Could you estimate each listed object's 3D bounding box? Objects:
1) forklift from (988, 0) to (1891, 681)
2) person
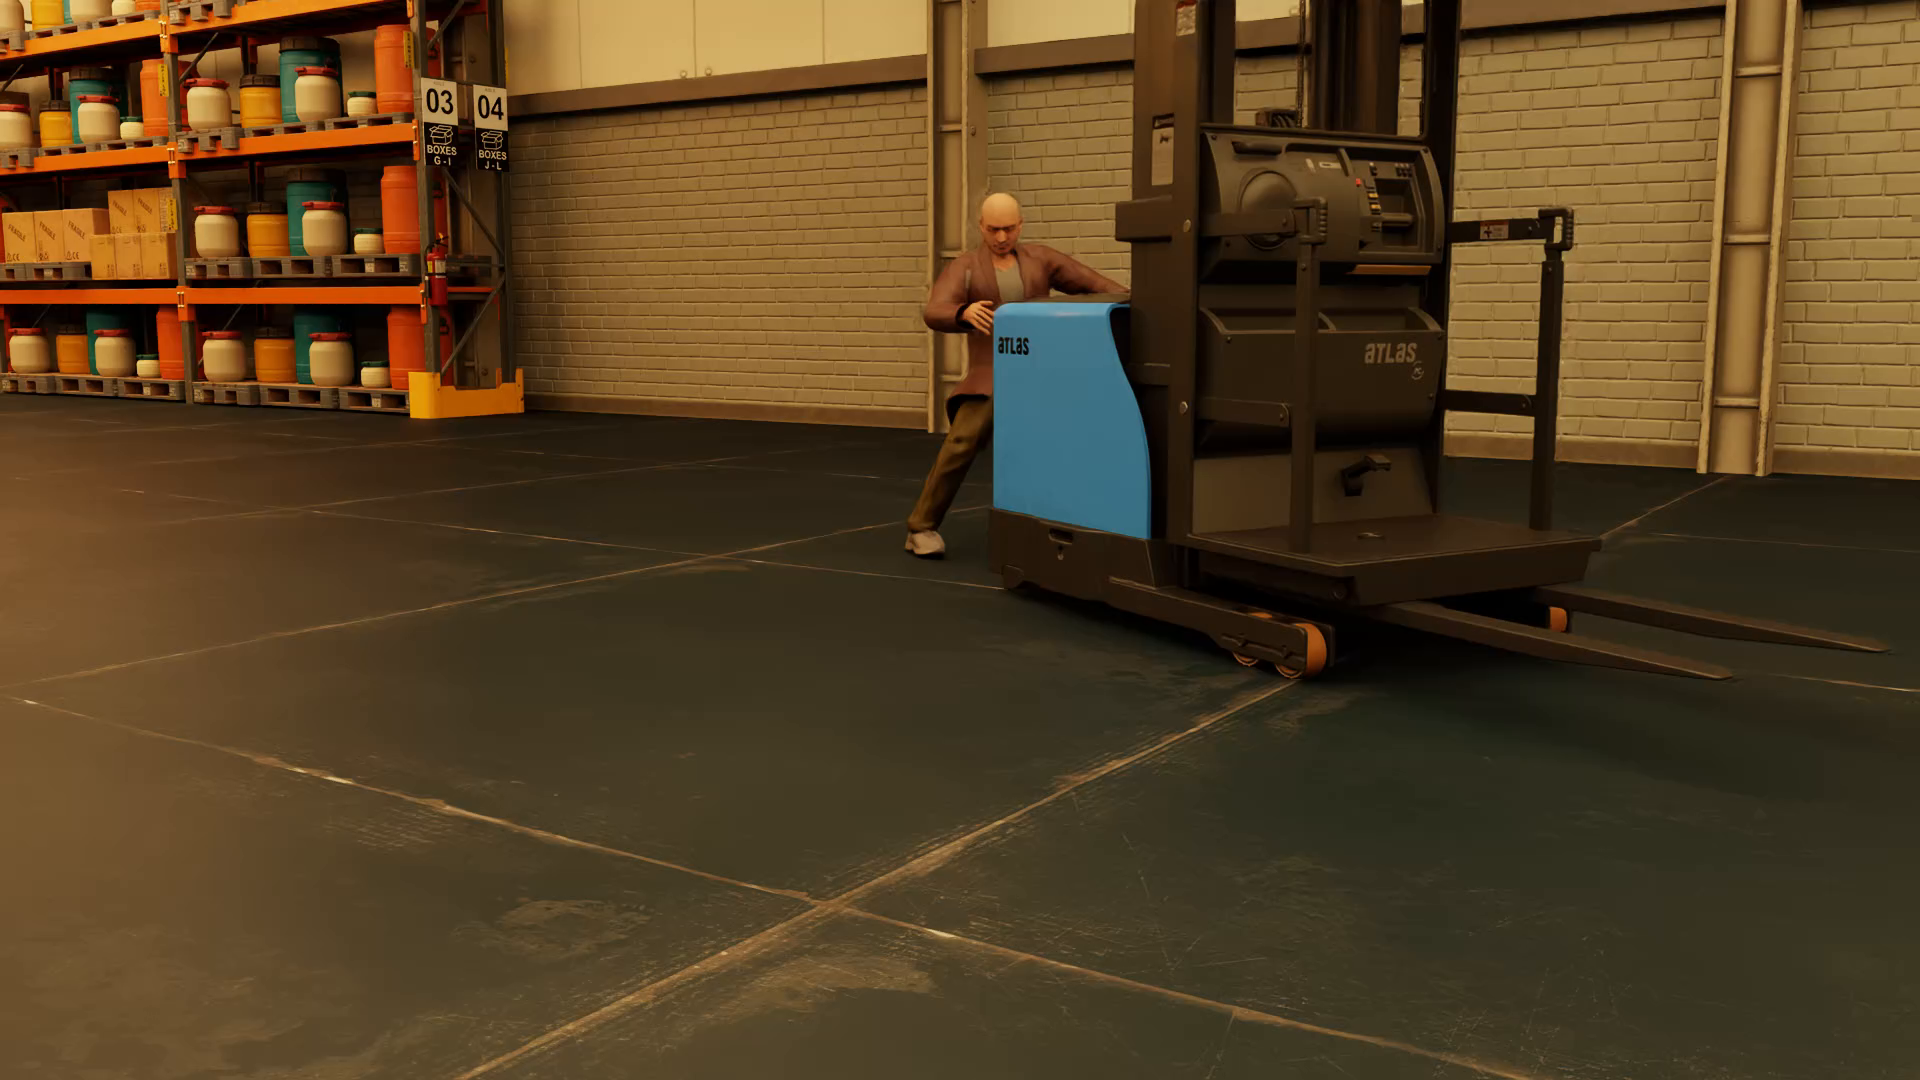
[{"bbox_3d":[1.274,-1.123,5.091,1.130,2.935,3.031,-5,9,-29],"label":"forklift"},{"bbox_3d":[0.277,-0.723,7.193,1.031,1.544,0.780,-1,8,-8],"label":"person"}]
